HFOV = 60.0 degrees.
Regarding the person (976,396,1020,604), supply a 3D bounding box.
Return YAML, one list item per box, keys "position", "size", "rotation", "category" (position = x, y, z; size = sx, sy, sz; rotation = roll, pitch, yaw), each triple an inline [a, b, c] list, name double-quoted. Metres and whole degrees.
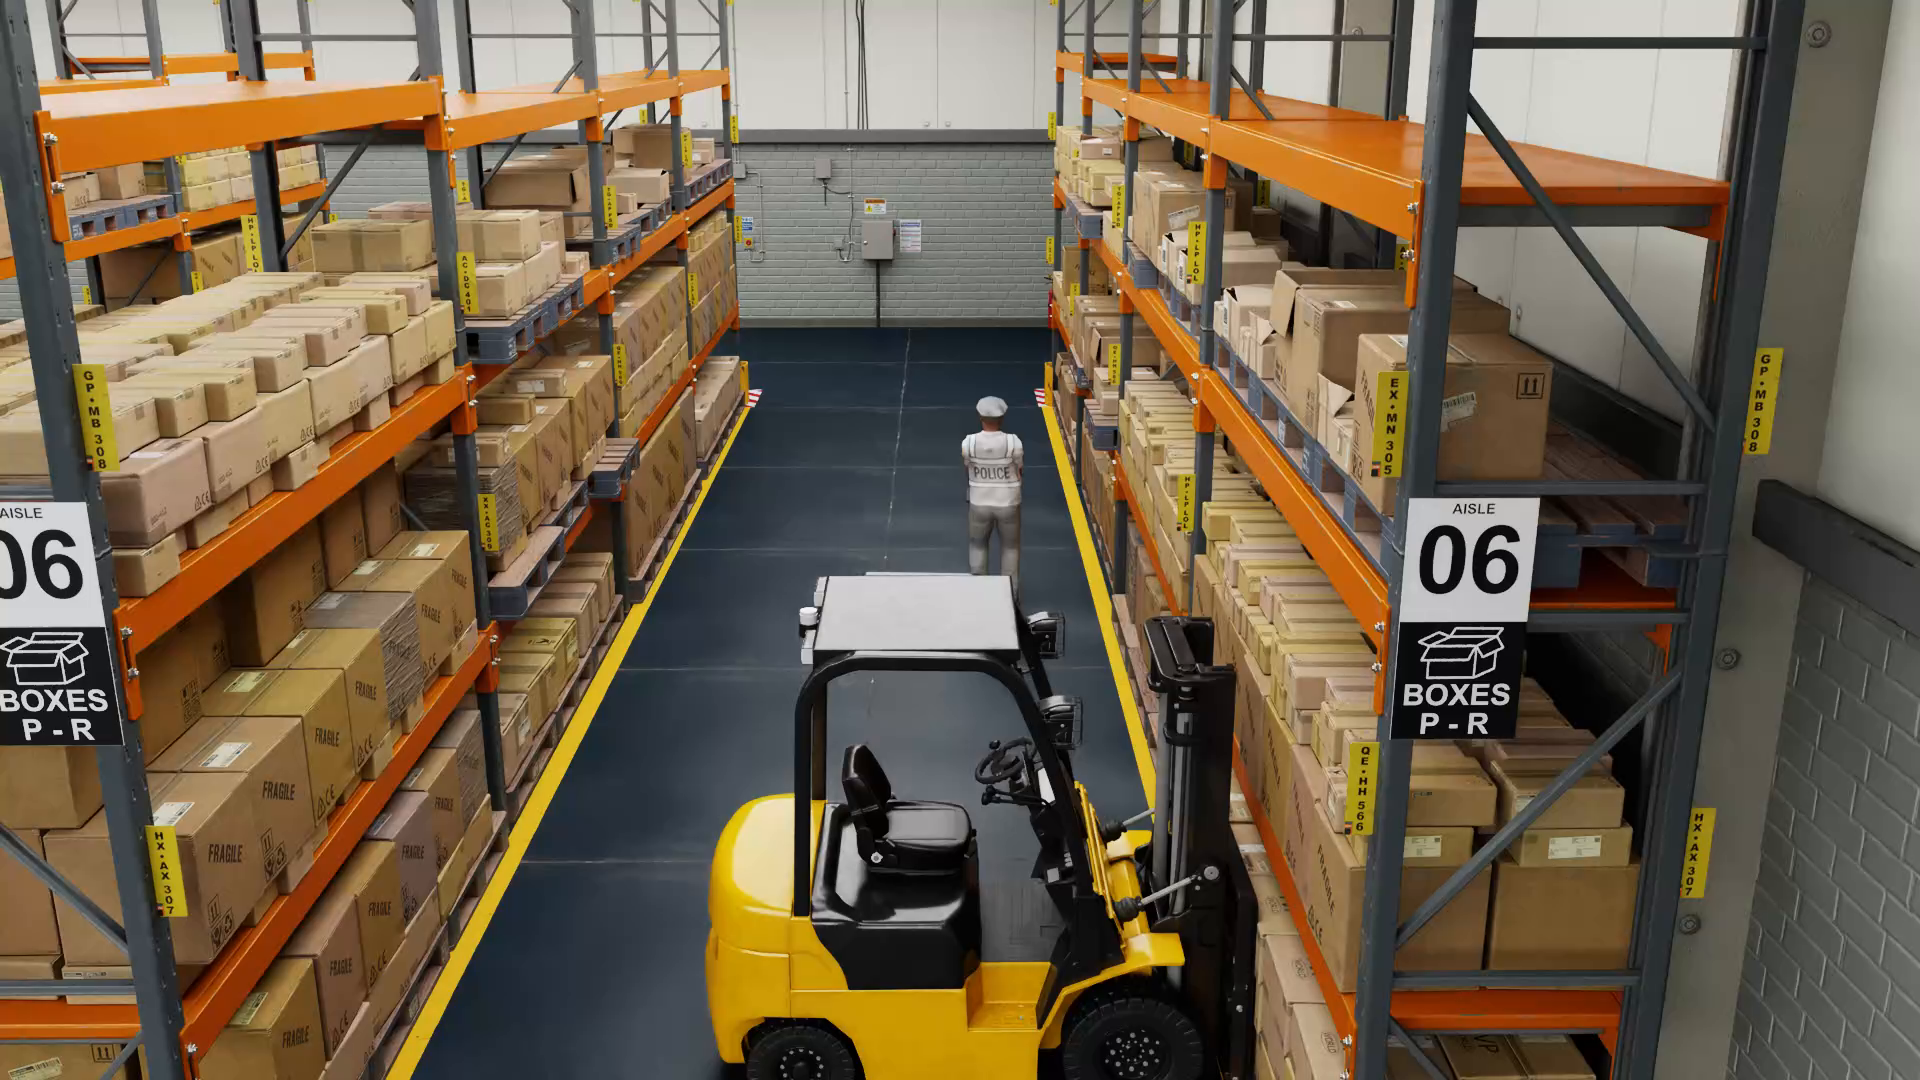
- position: [0.284, -0.303, 13.491]
  size: [0.419, 1.767, 0.422]
  rotation: [1, 17, 4]
  category: "person"
